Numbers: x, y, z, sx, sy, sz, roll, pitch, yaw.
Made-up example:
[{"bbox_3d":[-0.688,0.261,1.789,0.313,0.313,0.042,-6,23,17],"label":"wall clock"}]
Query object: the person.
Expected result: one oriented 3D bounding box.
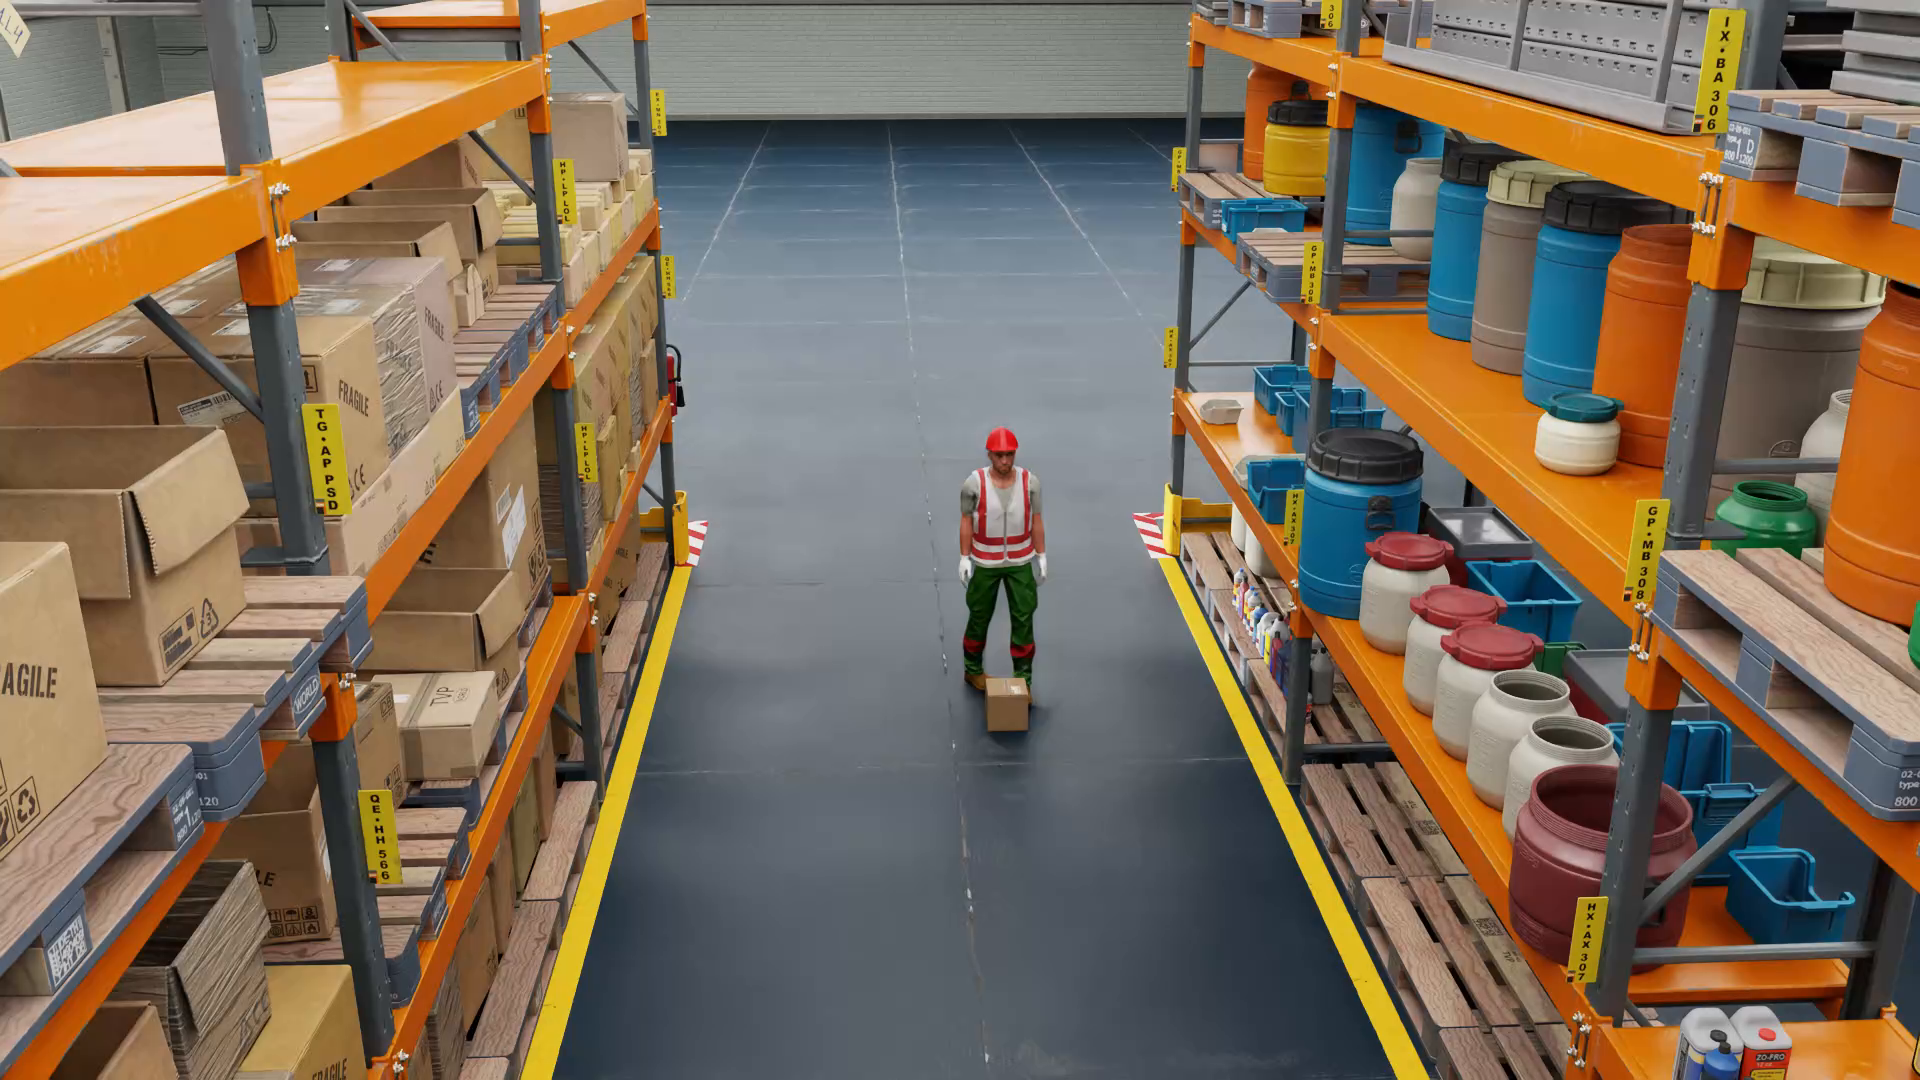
[{"bbox_3d":[0.286,0.165,10.585,0.575,1.791,0.554,-2,20,-7],"label":"person"}]
